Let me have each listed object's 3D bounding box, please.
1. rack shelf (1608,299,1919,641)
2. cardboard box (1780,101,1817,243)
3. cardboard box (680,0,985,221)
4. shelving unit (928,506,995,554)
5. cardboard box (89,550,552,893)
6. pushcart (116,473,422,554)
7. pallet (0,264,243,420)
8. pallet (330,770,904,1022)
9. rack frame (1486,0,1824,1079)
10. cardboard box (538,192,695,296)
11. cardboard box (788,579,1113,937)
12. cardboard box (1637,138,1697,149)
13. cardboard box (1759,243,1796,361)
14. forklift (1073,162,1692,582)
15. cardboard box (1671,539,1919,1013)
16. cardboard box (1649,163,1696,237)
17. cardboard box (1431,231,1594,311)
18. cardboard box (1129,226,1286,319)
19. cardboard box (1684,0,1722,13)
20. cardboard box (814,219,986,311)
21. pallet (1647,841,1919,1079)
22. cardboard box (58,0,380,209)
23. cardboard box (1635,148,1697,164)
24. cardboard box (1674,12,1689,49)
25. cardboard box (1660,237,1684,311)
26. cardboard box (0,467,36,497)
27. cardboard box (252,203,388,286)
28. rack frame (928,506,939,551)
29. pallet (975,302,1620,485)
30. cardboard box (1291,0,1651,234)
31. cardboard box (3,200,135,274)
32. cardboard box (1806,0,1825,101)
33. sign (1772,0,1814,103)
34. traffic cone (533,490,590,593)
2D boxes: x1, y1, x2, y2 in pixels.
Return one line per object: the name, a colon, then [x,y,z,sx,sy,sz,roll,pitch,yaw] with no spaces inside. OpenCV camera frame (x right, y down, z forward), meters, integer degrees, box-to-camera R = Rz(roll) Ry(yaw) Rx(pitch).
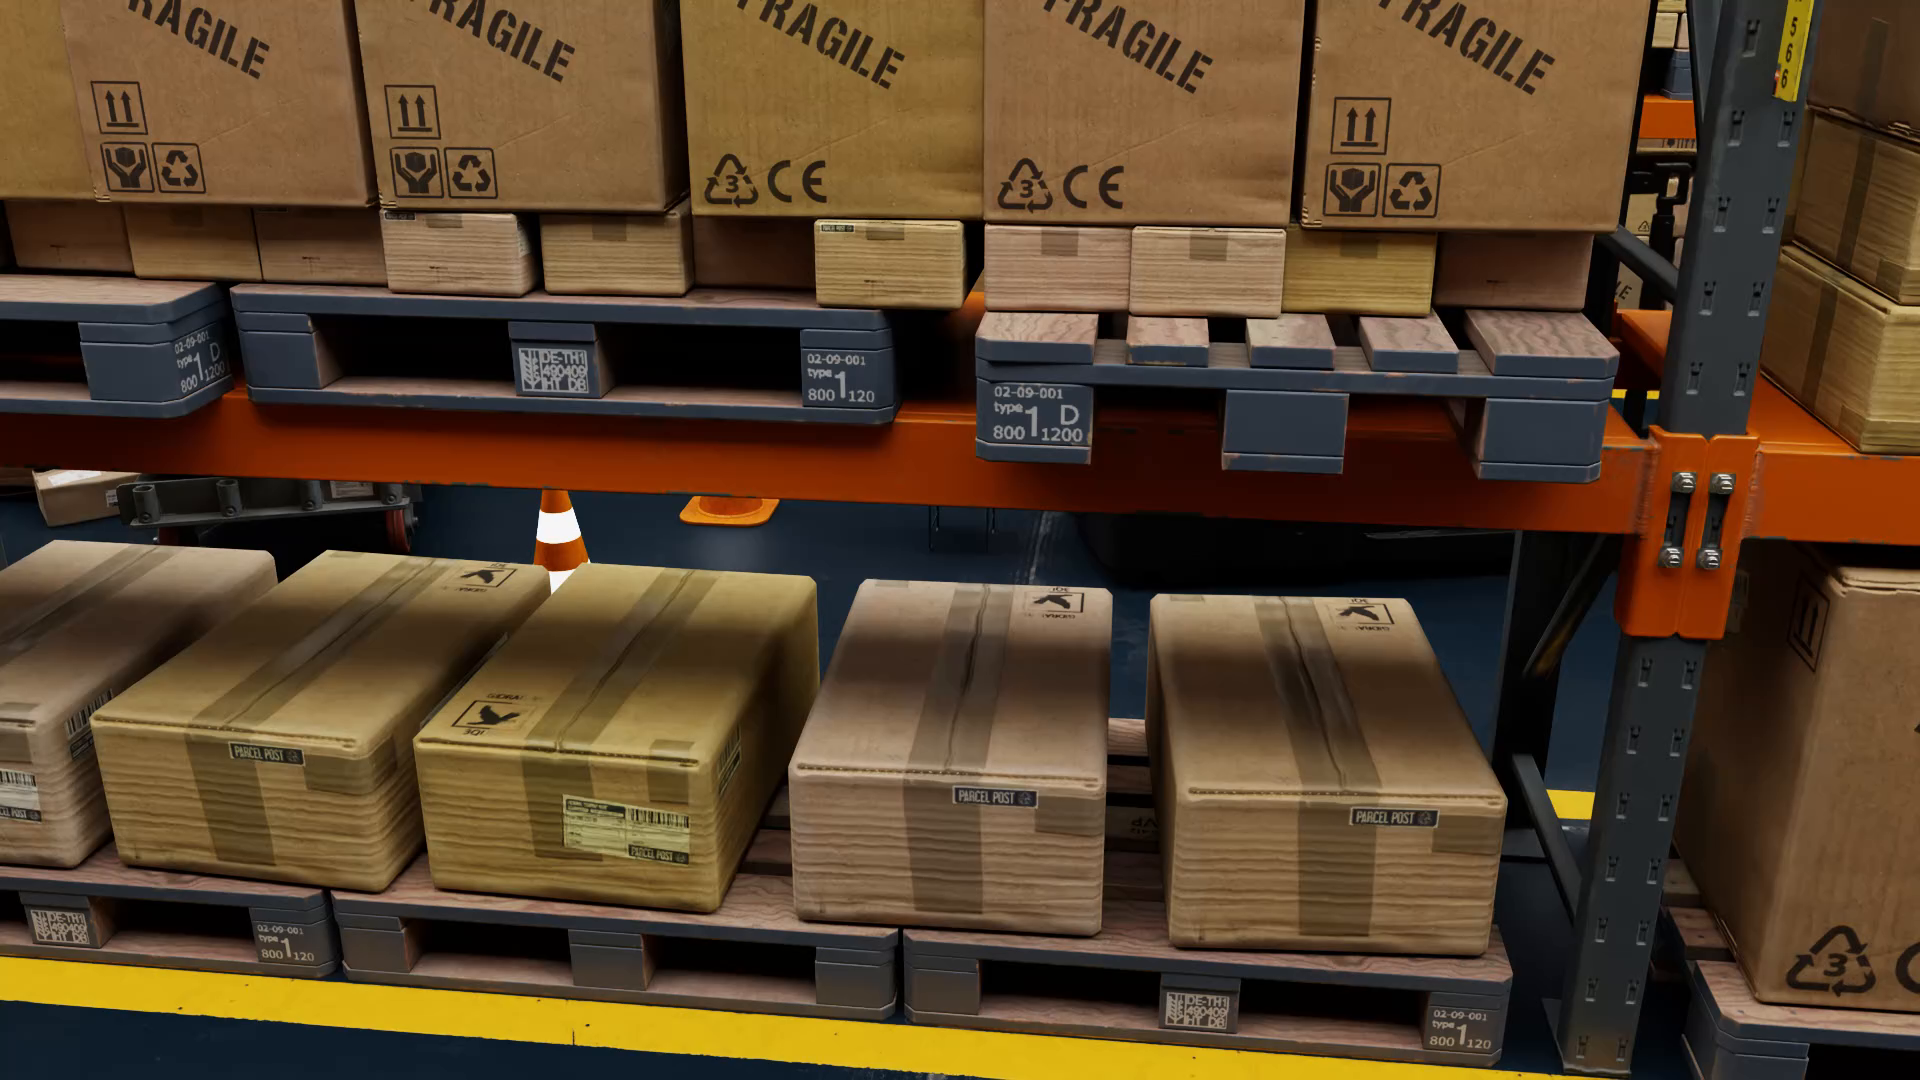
rack shelf: [3.297,-0.101,3.094,4.000,0.370,1.077,2,22,6]
cardboard box: [1.822,-0.756,3.297,0.500,0.250,0.500,2,22,6]
cardboard box: [-0.189,-0.860,2.923,0.500,0.500,0.500,1,22,3]
shelving unit: [0.008,-0.418,5.773,0.210,0.900,0.258,2,22,6]
cardboard box: [-1.426,0.383,3.893,0.625,0.372,0.950,4,22,10]
pushcart: [-2.442,-0.310,6.211,0.936,0.377,1.648,-5,22,-12]
pallet: [-1.919,-0.520,3.435,1.213,0.211,1.003,2,22,6]
pallet: [-0.673,0.687,3.916,1.213,0.211,1.003,2,22,6]
rack frame: [1.311,-0.522,3.180,0.127,3.000,1.000,2,22,6]
cardboard box: [-0.590,-0.567,3.064,0.250,0.149,0.380,2,22,5]
cardboard box: [0.017,0.448,3.730,0.625,0.372,0.950,2,22,5]
cardboard box: [4.924,-3.233,12.356,0.875,0.875,1.225,2,22,4]
cardboard box: [1.844,-0.525,3.392,0.500,0.250,0.500,2,22,4]
forklift: [1.916,-1.449,5.620,3.031,2.935,1.130,-3,22,-7]
cardboard box: [1.987,0.331,3.341,0.875,0.875,0.875,2,22,6]
cardboard box: [3.443,-1.549,7.587,0.500,0.250,0.500,3,22,7]
cardboard box: [0.958,-0.529,2.968,0.250,0.149,0.380,3,22,8]
cardboard box: [0.428,-0.508,2.916,0.250,0.149,0.380,2,22,6]
cardboard box: [3.282,-2.413,7.329,0.250,0.149,0.380,3,22,6]
cardboard box: [-0.096,-0.529,2.969,0.250,0.149,0.380,3,22,7]
pallet: [2.085,0.836,3.537,1.213,0.211,1.003,2,22,6]
cardboard box: [-1.242,-0.902,3.030,0.500,0.500,0.500,2,22,6]
cardboard box: [3.509,-1.736,8.059,0.500,0.250,0.500,3,22,8]
cardboard box: [3.281,-2.274,7.383,0.250,0.149,0.380,3,22,8]
cardboard box: [3.476,-1.202,7.728,0.500,0.500,0.500,2,22,5]
cardboard box: [-3.661,-0.581,6.541,0.503,0.637,0.797,2,22,6]
cardboard box: [-1.116,-0.598,3.143,0.250,0.149,0.380,3,22,7]
rack frame: [-0.093,-0.423,5.785,0.006,0.900,0.240,2,22,6]
pallet: [0.591,-0.425,3.195,1.003,0.211,1.213,2,22,6]
cardboard box: [0.827,-0.820,2.823,0.500,0.500,0.500,2,22,5]
cardboard box: [-1.612,-0.636,3.239,0.250,0.149,0.380,4,22,10]
cardboard box: [1.855,-1.107,3.163,0.500,0.500,0.500,2,22,5]
sign: [1.257,-0.825,2.480,0.005,0.325,0.100,2,22,6]
traffic cone: [-1.265,0.027,5.241,0.334,0.463,0.336,2,22,6]
